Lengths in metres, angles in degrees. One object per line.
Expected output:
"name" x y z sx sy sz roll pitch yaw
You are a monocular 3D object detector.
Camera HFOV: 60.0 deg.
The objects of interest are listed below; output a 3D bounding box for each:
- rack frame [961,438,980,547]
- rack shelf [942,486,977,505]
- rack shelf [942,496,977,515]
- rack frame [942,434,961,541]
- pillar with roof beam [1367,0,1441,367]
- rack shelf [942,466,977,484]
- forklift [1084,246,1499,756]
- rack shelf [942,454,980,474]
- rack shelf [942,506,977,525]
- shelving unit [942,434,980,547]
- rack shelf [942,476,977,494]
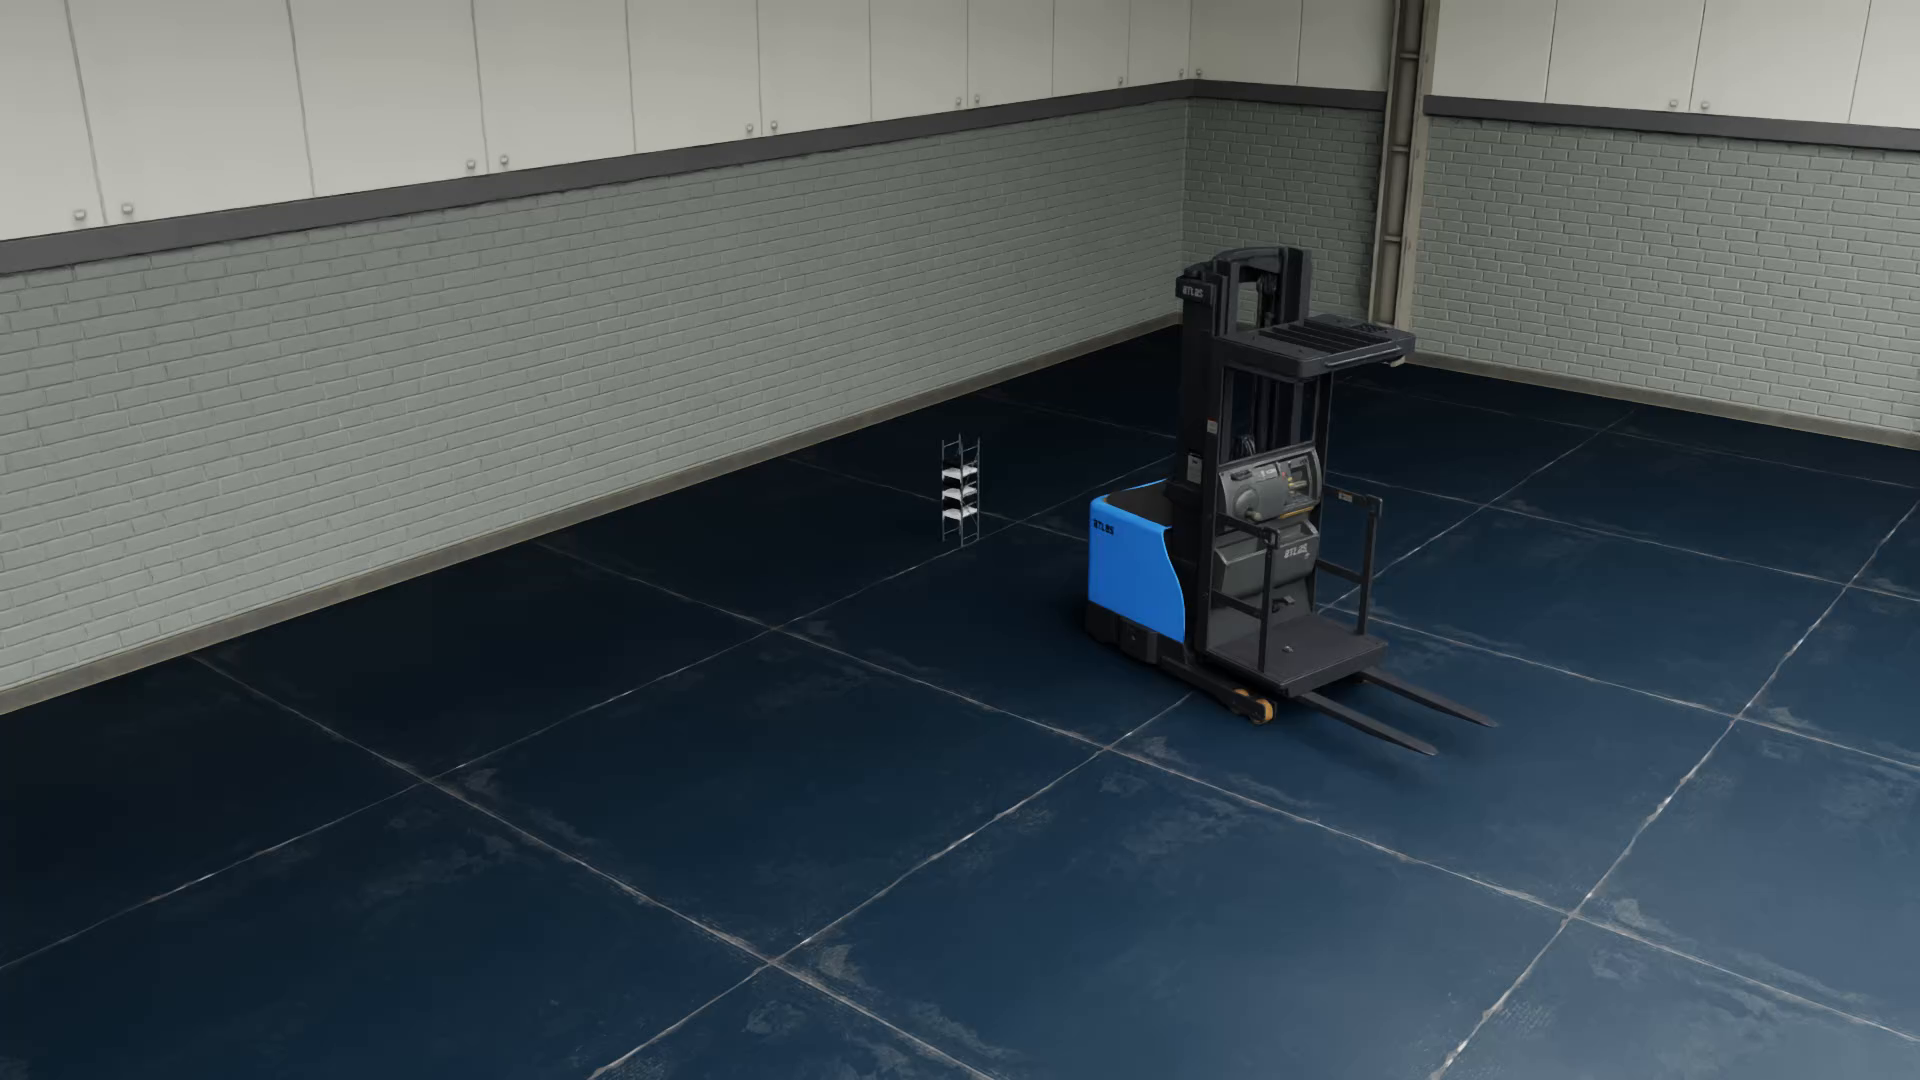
"rack frame" 0.085 -0.397 13.947 0.006 0.900 0.240 16 26 36
"rack shelf" 0.006 -0.388 14.019 0.200 0.077 0.258 16 26 36
"rack shelf" 0.006 -0.304 14.050 0.200 0.077 0.258 16 26 36
"rack frame" -0.072 -0.442 14.067 0.006 0.900 0.240 16 26 36
"pillar with roof beam" 2.331 -5.154 15.085 0.400 9.000 9.100 16 26 36
"rack shelf" 0.006 -0.556 13.955 0.200 0.077 0.258 16 26 36
"forklift" 2.208 -0.354 10.956 1.130 2.935 3.031 -15 25 -35
"rack shelf" 0.006 -0.641 13.923 0.200 0.077 0.258 16 26 36
"rack shelf" 0.006 -0.220 14.082 0.200 0.077 0.258 16 26 36
"shelving unit" 0.006 -0.419 14.007 0.210 0.900 0.258 16 26 36
"rack shelf" 0.006 -0.472 13.987 0.200 0.077 0.258 16 26 36
